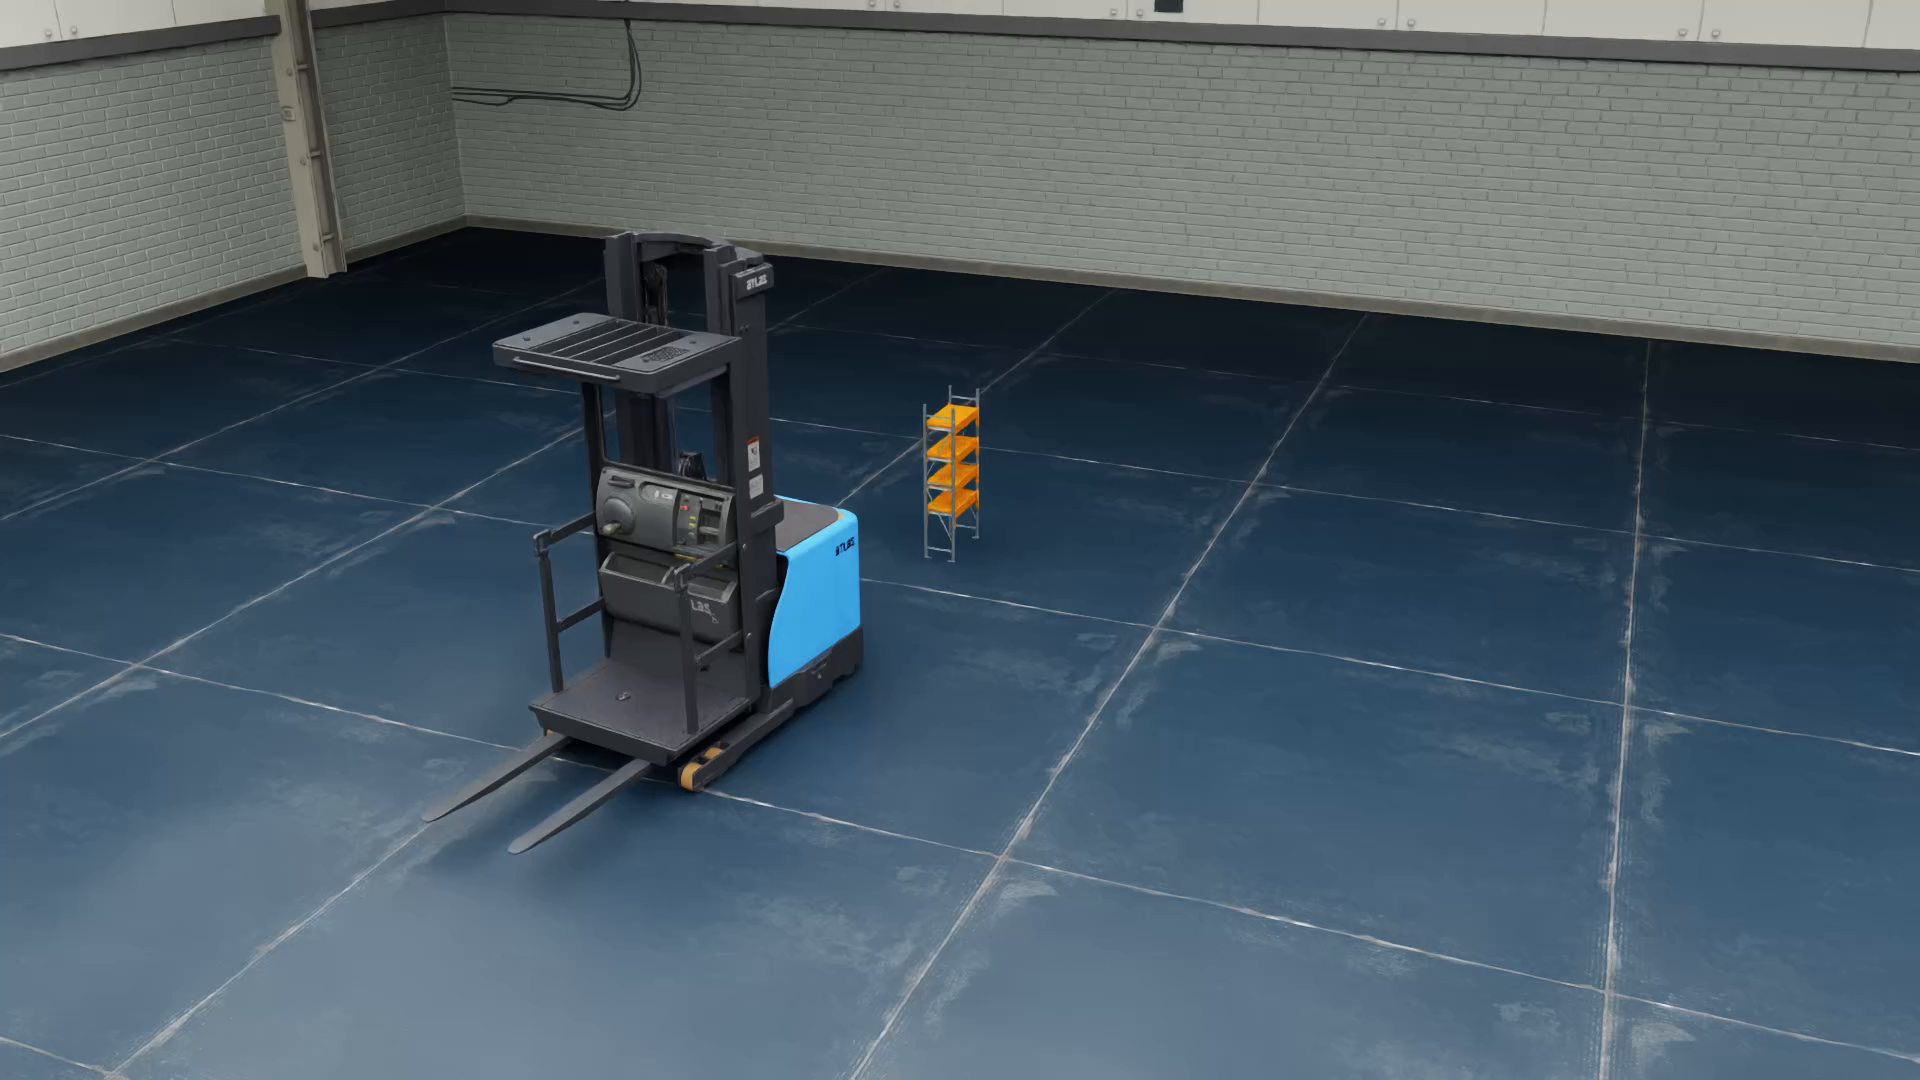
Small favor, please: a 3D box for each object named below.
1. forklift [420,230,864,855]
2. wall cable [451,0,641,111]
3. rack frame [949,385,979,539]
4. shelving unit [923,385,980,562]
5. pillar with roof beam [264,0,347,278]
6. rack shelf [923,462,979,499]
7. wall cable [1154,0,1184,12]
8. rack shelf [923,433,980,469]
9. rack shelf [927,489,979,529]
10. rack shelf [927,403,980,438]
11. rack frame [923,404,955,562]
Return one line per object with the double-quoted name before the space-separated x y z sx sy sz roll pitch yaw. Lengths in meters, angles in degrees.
"forklift" -1.786 -0.134 9.269 1.130 2.935 3.031 12 26 27
"wall cable" -5.551 -6.897 21.616 3.097 2.526 0.112 9 24 20
"rack frame" 0.029 -0.582 12.586 0.240 1.200 0.015 9 24 20
"shelving unit" -0.062 -0.494 12.377 0.258 1.200 0.503 9 24 20
"pillar with roof beam" -3.876 -6.849 17.471 9.100 9.000 0.400 9 24 20
"rack shelf" -0.061 -0.432 12.403 0.258 0.148 0.480 9 24 20
"wall cable" 3.257 -8.534 17.094 2.305 6.003 0.169 9 24 20
"rack shelf" -0.062 -0.639 12.317 0.258 0.148 0.480 9 24 20
"rack shelf" -0.061 -0.249 12.479 0.258 0.148 0.480 9 24 20
"rack shelf" -0.062 -0.857 12.225 0.258 0.148 0.480 9 24 20
"rack frame" -0.152 -0.407 12.168 0.240 1.200 0.015 9 24 20
